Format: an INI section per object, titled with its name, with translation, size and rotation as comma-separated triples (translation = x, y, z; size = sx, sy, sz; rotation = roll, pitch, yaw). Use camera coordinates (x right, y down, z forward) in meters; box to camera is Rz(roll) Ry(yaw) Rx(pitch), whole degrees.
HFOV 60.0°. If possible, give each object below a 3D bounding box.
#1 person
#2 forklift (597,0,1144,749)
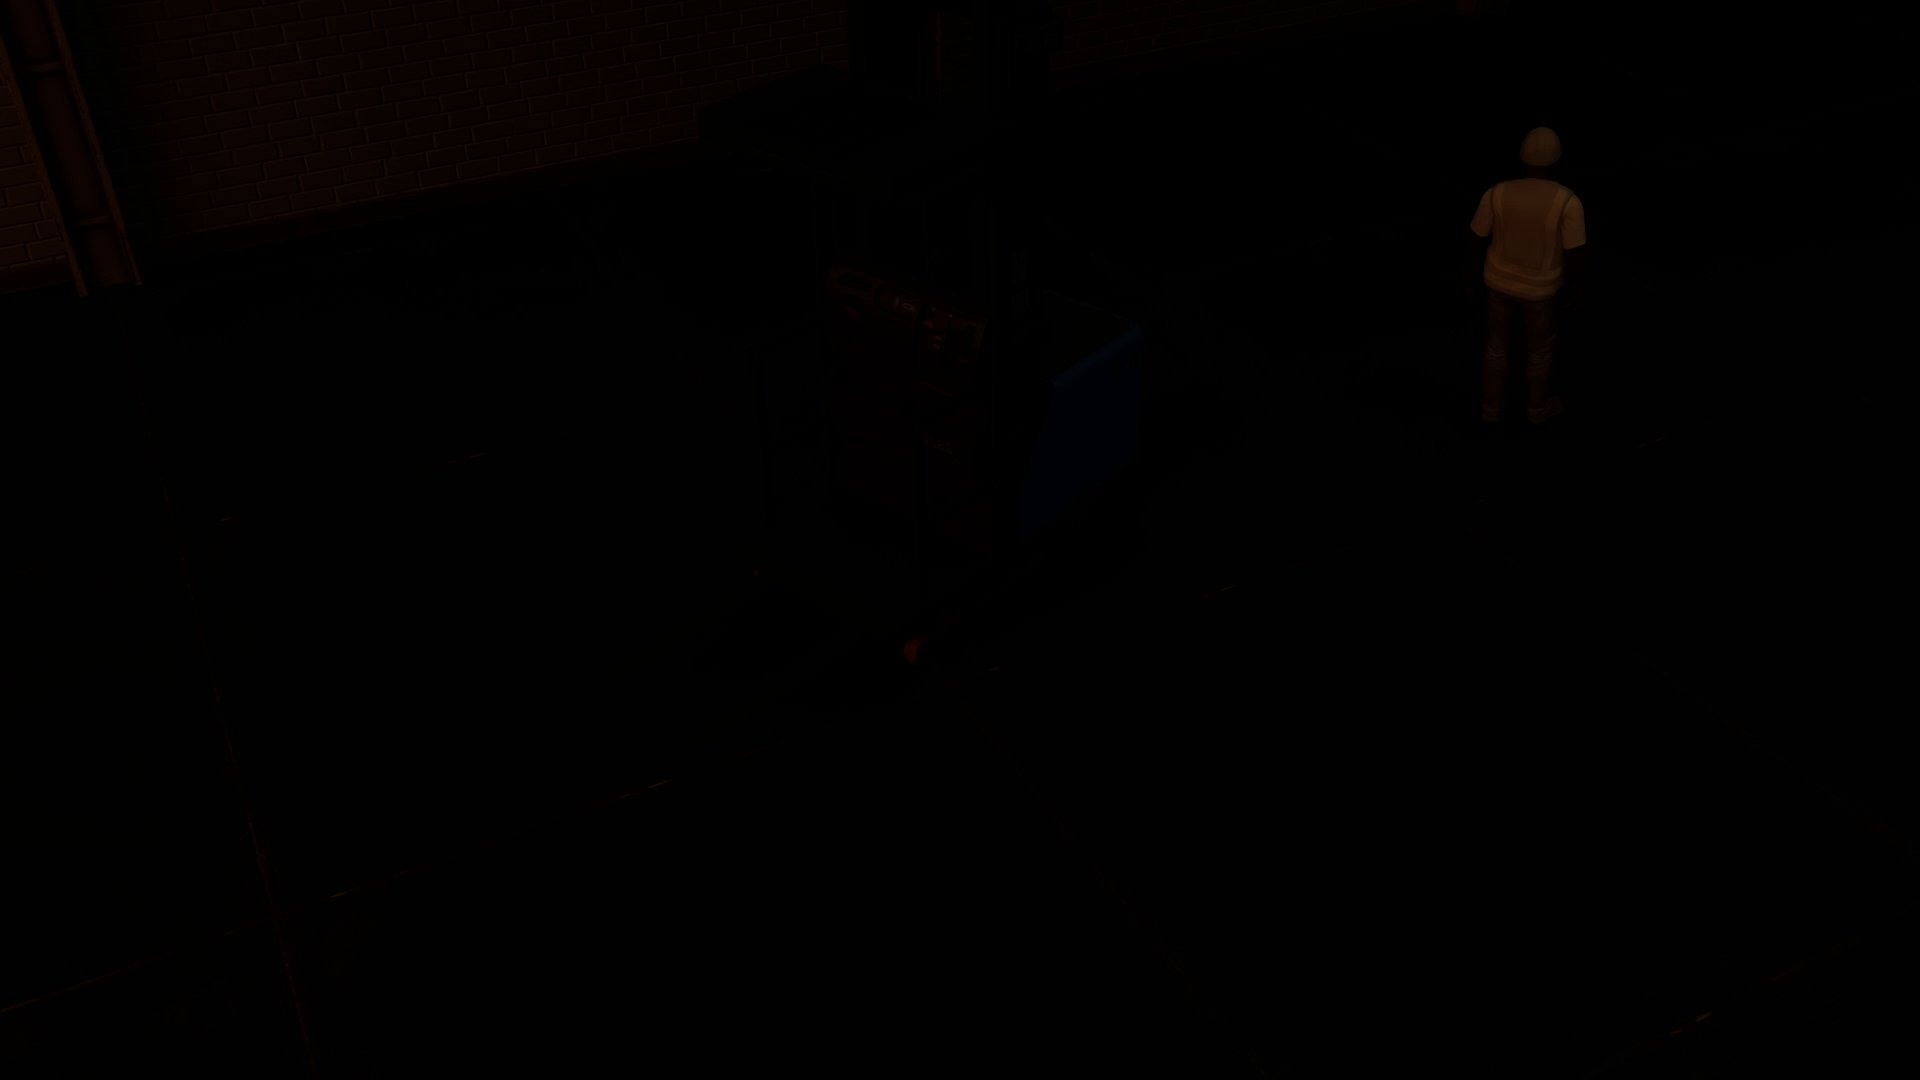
[person]
translation = 3.130, -1.458, 9.182
size = 0.666, 1.765, 0.577
rotation = 19, 40, 25
[forklift]
translation = -0.390, -0.927, 7.434
size = 1.130, 2.935, 3.031
rotation = 26, 43, 31
